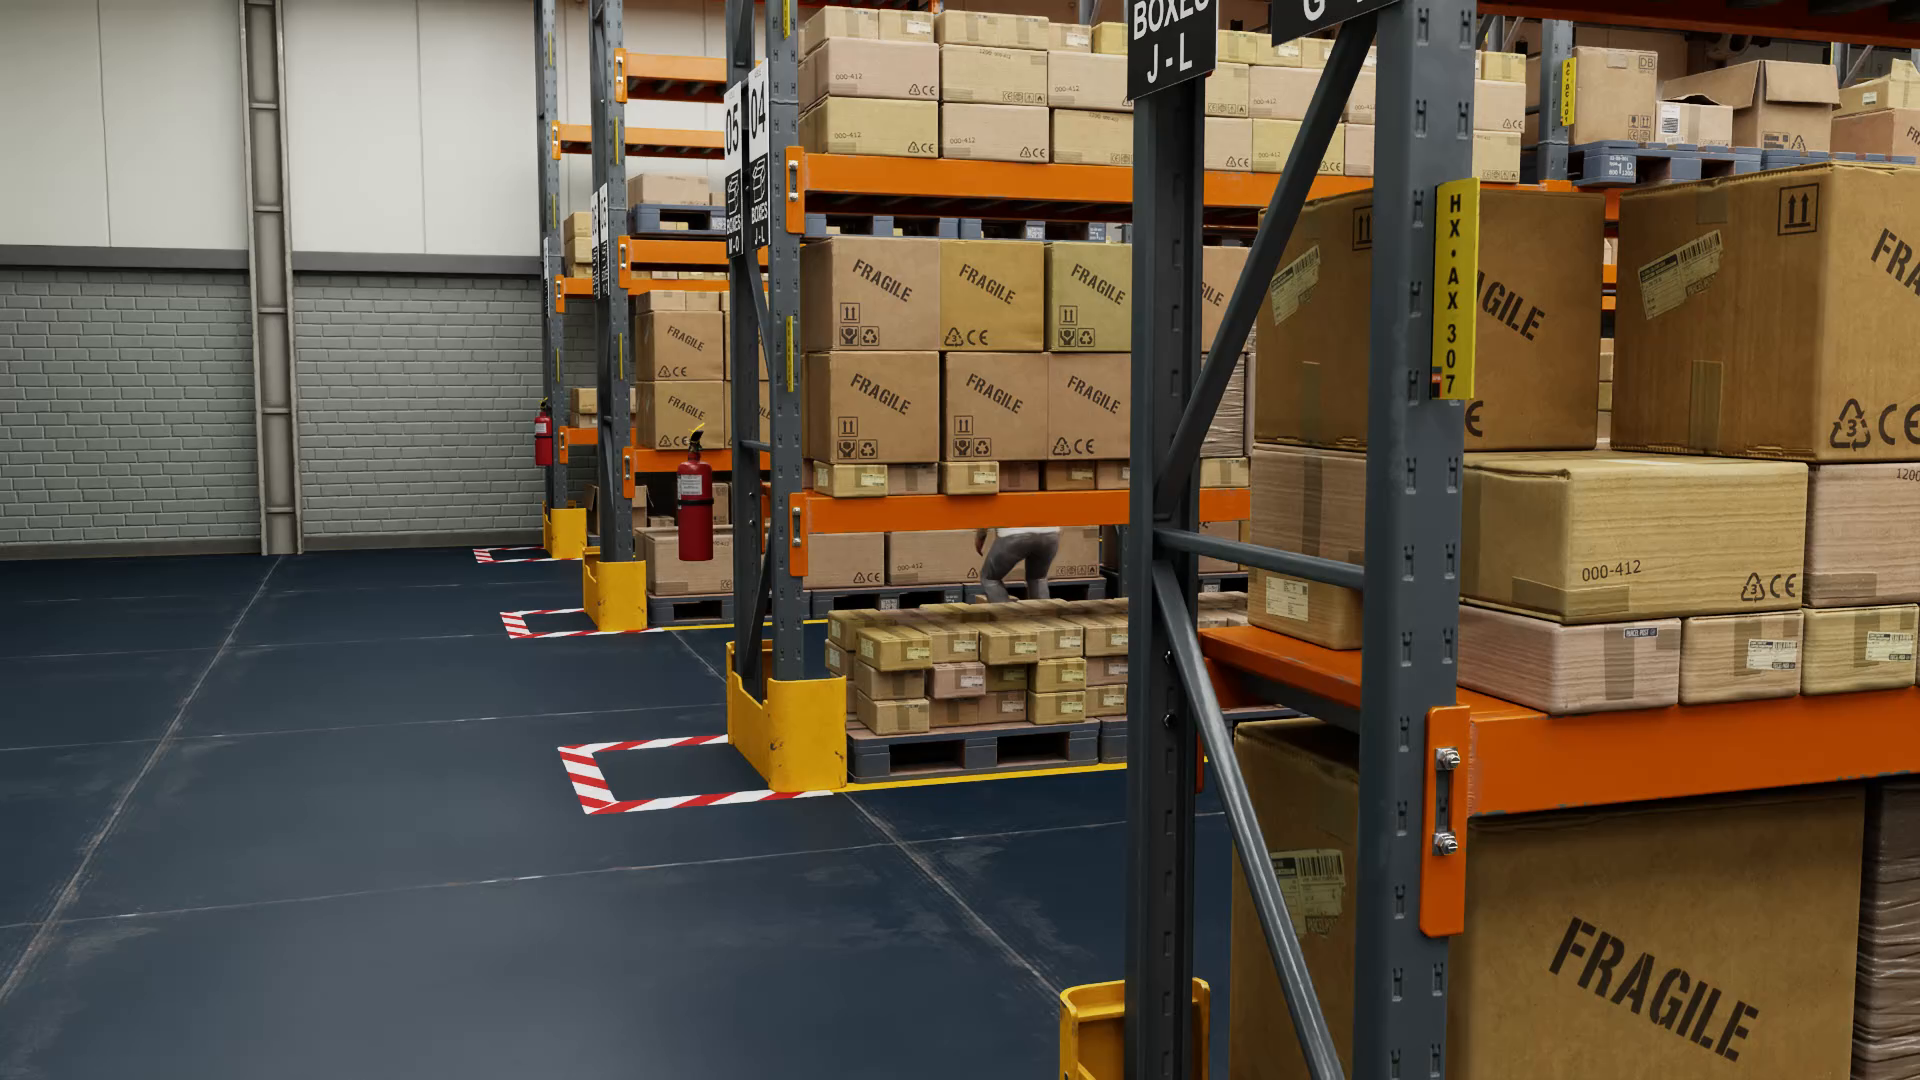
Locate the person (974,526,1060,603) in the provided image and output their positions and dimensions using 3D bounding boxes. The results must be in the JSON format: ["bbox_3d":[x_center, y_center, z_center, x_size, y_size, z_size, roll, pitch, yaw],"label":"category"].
[{"bbox_3d":[0.376,-0.044,11.506,0.590,1.506,0.714,-2,6,-18],"label":"person"}]
